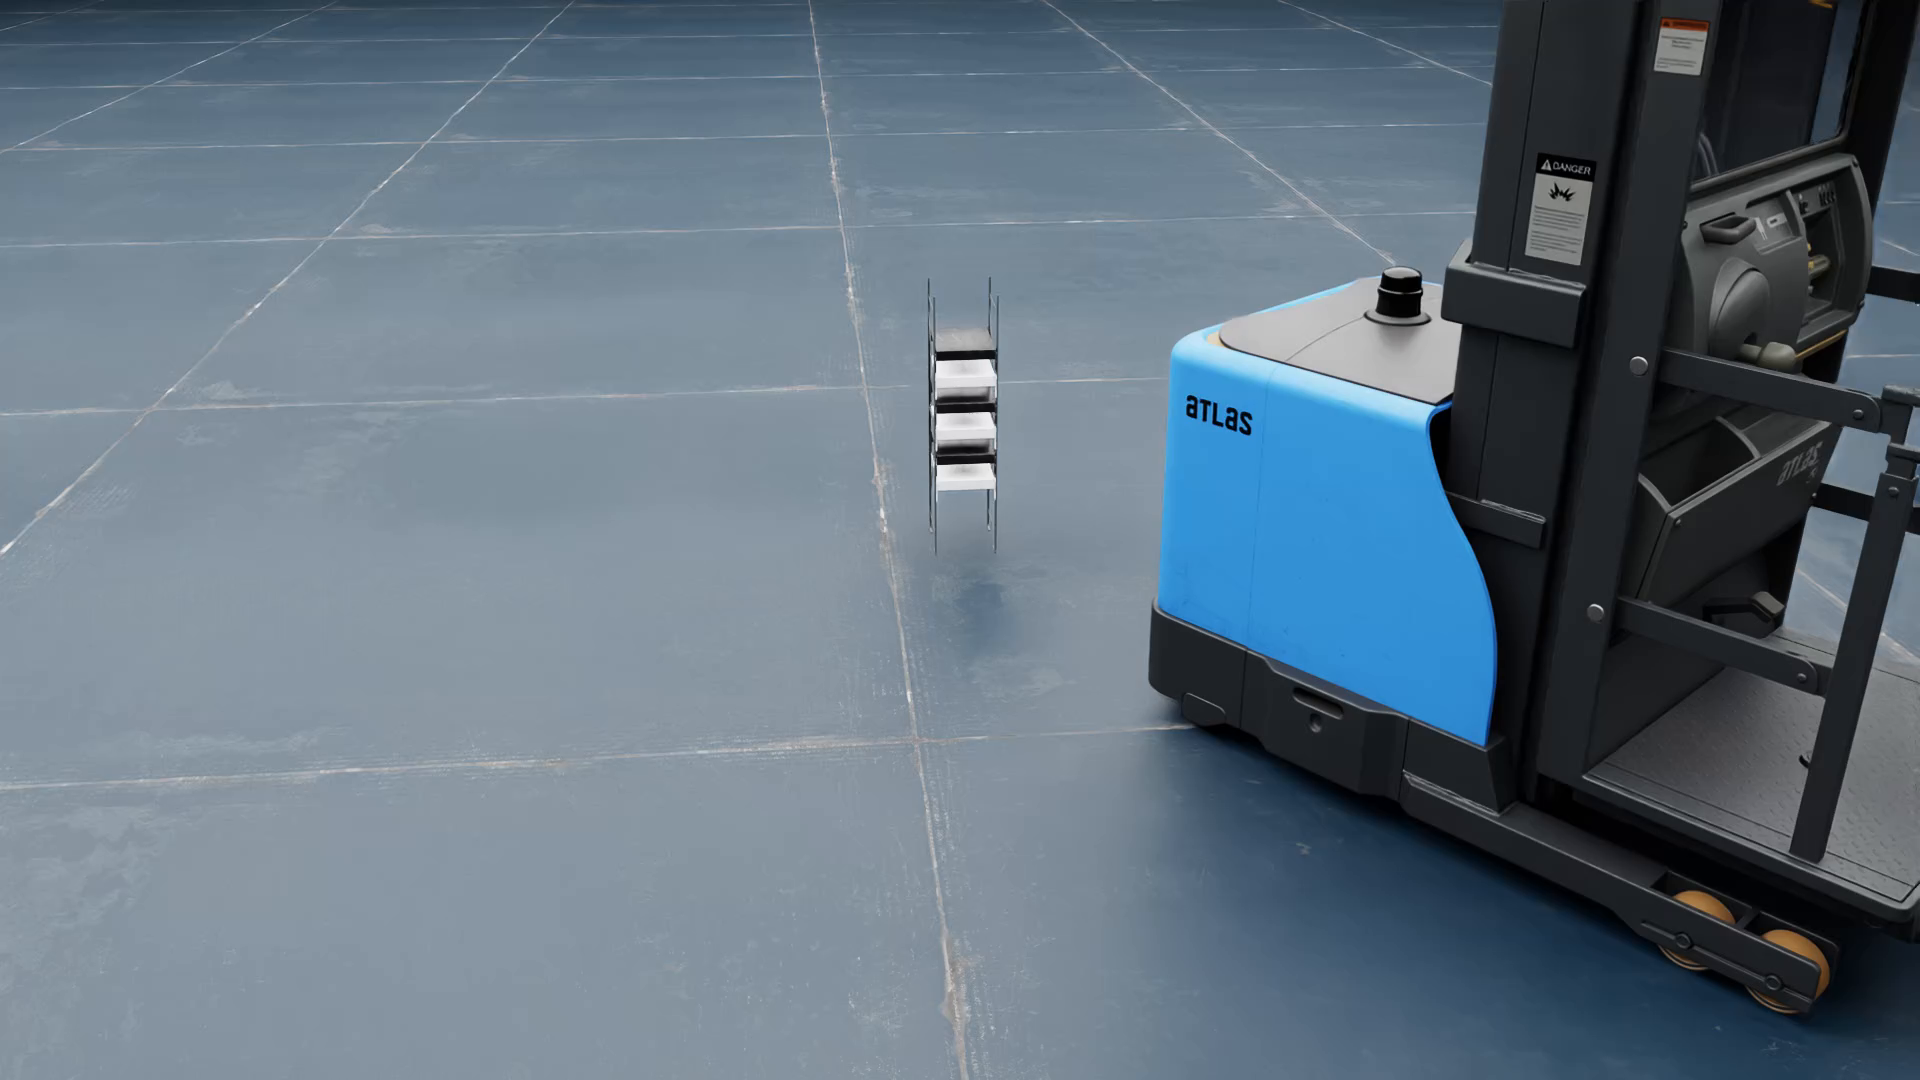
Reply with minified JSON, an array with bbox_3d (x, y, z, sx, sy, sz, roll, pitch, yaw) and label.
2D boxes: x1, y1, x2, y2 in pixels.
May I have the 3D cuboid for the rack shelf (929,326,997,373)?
[{"bbox_3d":[0.008,-0.628,5.472,0.200,0.077,0.258,-2,24,-5],"label":"rack shelf"}]

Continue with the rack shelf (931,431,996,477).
[{"bbox_3d":[0.008,-0.299,5.618,0.200,0.077,0.258,-2,24,-5],"label":"rack shelf"}]

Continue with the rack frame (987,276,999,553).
[{"bbox_3d":[0.109,-0.416,5.577,0.006,0.900,0.240,-2,24,-5],"label":"rack frame"}]

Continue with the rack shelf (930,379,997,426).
[{"bbox_3d":[0.008,-0.463,5.545,0.200,0.077,0.258,-2,24,-5],"label":"rack shelf"}]

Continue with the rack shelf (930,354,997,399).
[{"bbox_3d":[0.008,-0.546,5.508,0.200,0.077,0.258,-2,24,-5],"label":"rack shelf"}]

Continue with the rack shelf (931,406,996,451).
[{"bbox_3d":[0.008,-0.381,5.581,0.200,0.077,0.258,-2,24,-5],"label":"rack shelf"}]

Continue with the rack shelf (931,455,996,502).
[{"bbox_3d":[0.008,-0.217,5.655,0.200,0.077,0.258,-2,24,-5],"label":"rack shelf"}]

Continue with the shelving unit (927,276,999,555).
[{"bbox_3d":[0.008,-0.412,5.568,0.210,0.900,0.258,-2,24,-5],"label":"shelving unit"}]

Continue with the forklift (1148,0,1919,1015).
[{"bbox_3d":[1.909,-0.580,3.446,1.130,2.935,3.031,-21,32,-39],"label":"forklift"}]

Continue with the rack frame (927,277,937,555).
[{"bbox_3d":[-0.093,-0.407,5.559,0.006,0.900,0.240,-2,24,-5],"label":"rack frame"}]
